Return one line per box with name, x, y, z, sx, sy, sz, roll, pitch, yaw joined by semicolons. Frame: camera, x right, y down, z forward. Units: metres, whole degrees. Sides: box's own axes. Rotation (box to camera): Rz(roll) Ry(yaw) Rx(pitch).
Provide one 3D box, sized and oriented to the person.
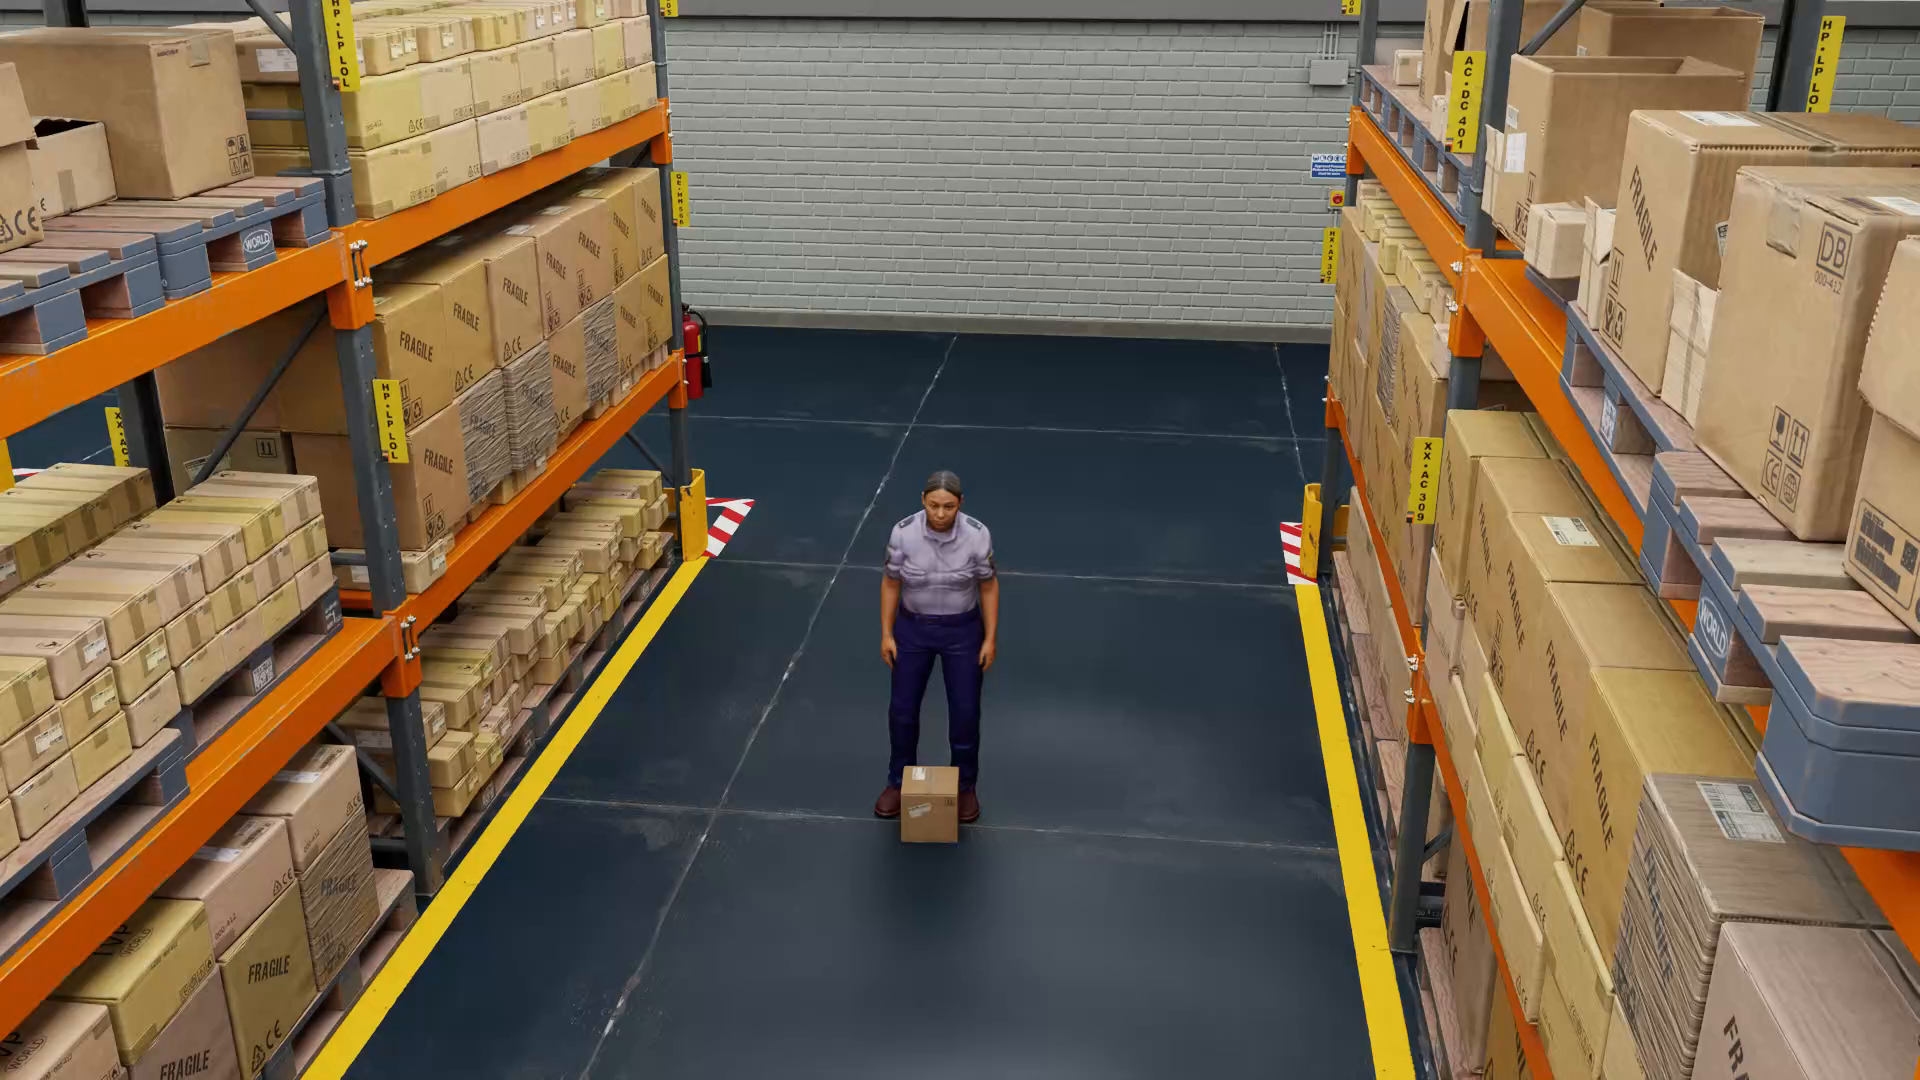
person;-0.108;0.450;7.441;0.558;1.650;0.377;1;21;3
